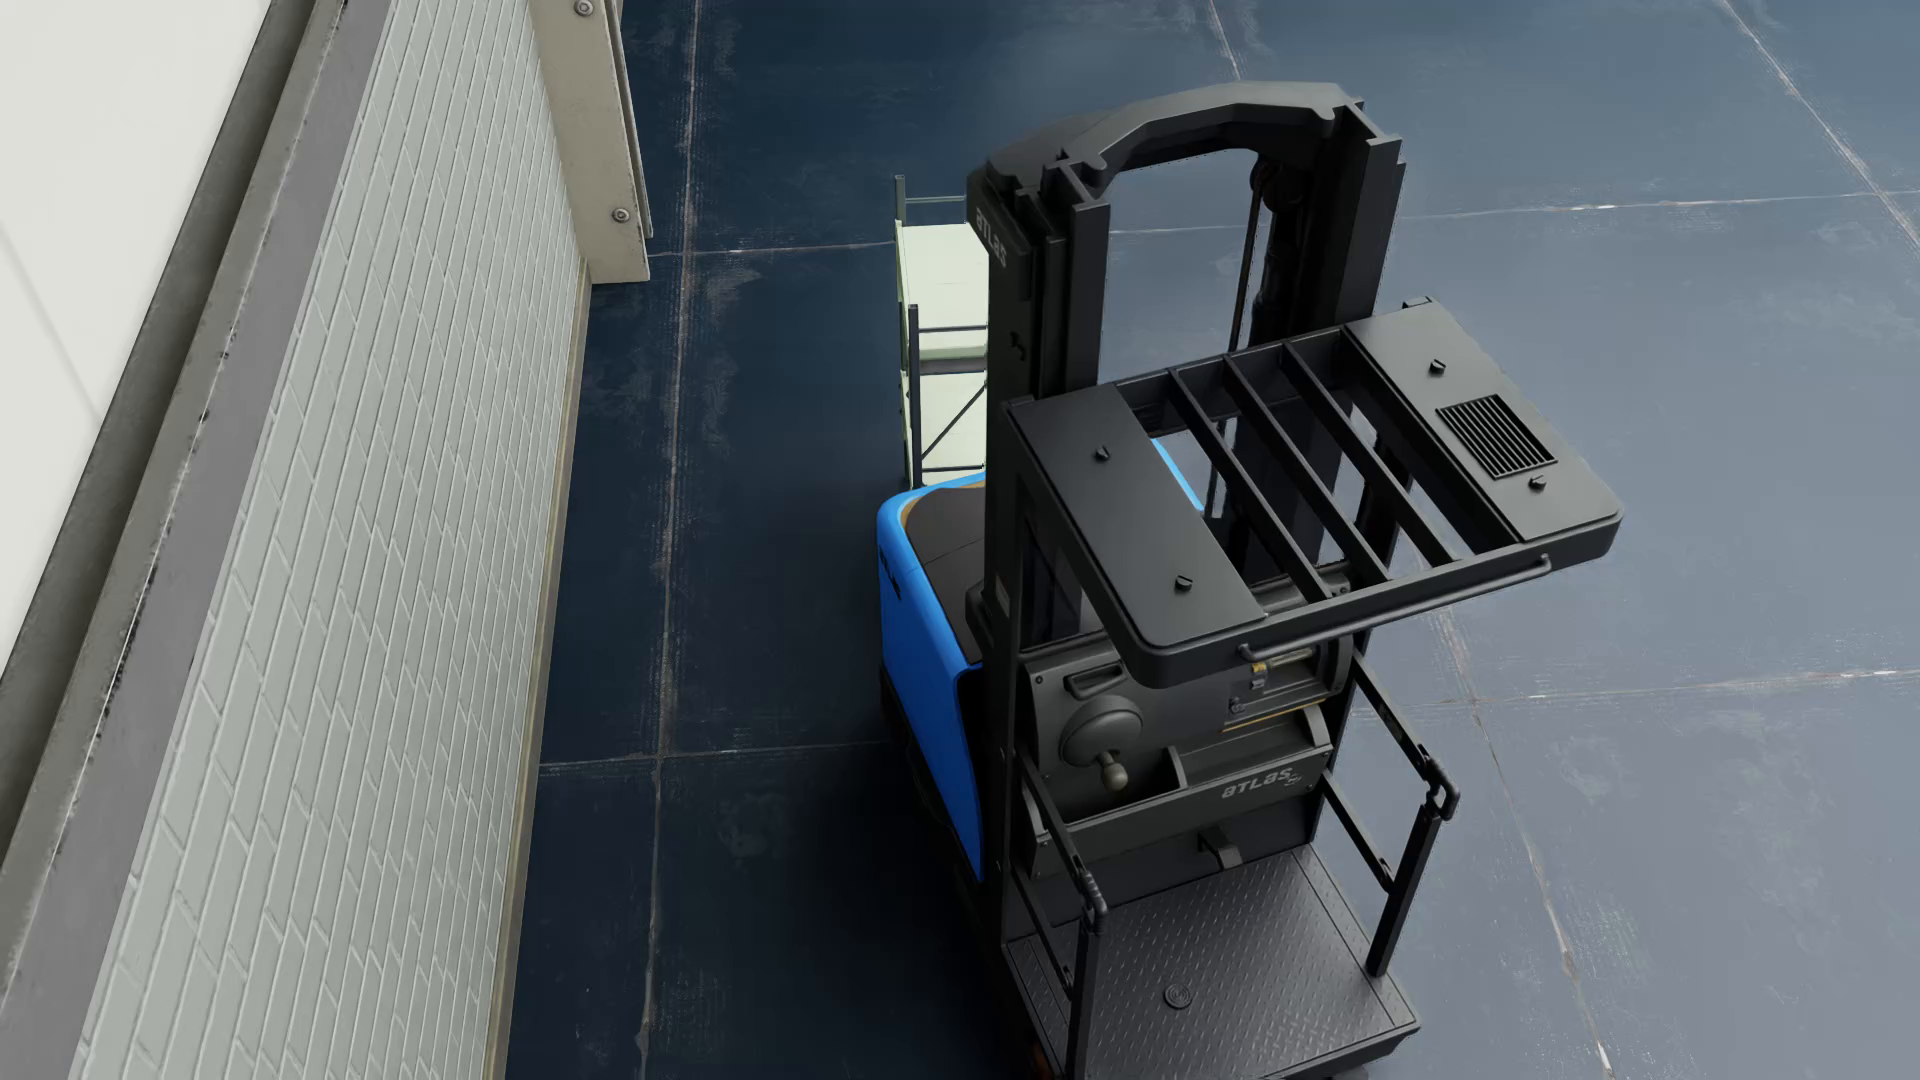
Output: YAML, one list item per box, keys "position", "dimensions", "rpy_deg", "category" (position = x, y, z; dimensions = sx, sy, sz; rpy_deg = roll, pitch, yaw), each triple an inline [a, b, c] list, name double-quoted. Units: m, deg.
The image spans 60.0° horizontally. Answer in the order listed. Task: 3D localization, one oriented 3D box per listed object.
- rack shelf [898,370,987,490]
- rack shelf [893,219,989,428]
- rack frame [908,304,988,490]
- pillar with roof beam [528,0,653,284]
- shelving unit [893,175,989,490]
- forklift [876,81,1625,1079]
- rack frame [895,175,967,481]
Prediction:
- position: [-0.001, -0.296, 6.447]
  dimensions: [0.431, 0.370, 0.720]
  rpy_deg: [-3, 47, -3]
  category: "rack shelf"
- position: [-0.001, -0.789, 5.927]
  dimensions: [0.431, 0.370, 0.720]
  rpy_deg: [-3, 47, -3]
  category: "rack shelf"
- position: [0.030, -0.256, 5.959]
  dimensions: [0.400, 1.500, 0.023]
  rpy_deg: [-3, 47, -3]
  category: "rack frame"
- position: [2.640, -4.725, 5.027]
  dimensions: [9.100, 9.000, 0.400]
  rpy_deg: [-3, 47, -3]
  category: "pillar with roof beam"
- position: [-0.001, -0.521, 6.210]
  dimensions: [0.431, 1.500, 0.755]
  rpy_deg: [-3, 47, -3]
  category: "shelving unit"
- position: [0.699, 0.479, 4.278]
  dimensions: [1.130, 2.935, 3.031]
  rpy_deg: [-15, 48, -14]
  category: "forklift"
- position: [-0.031, -0.785, 6.461]
  dimensions: [0.400, 1.500, 0.023]
  rpy_deg: [-3, 47, -3]
  category: "rack frame"
